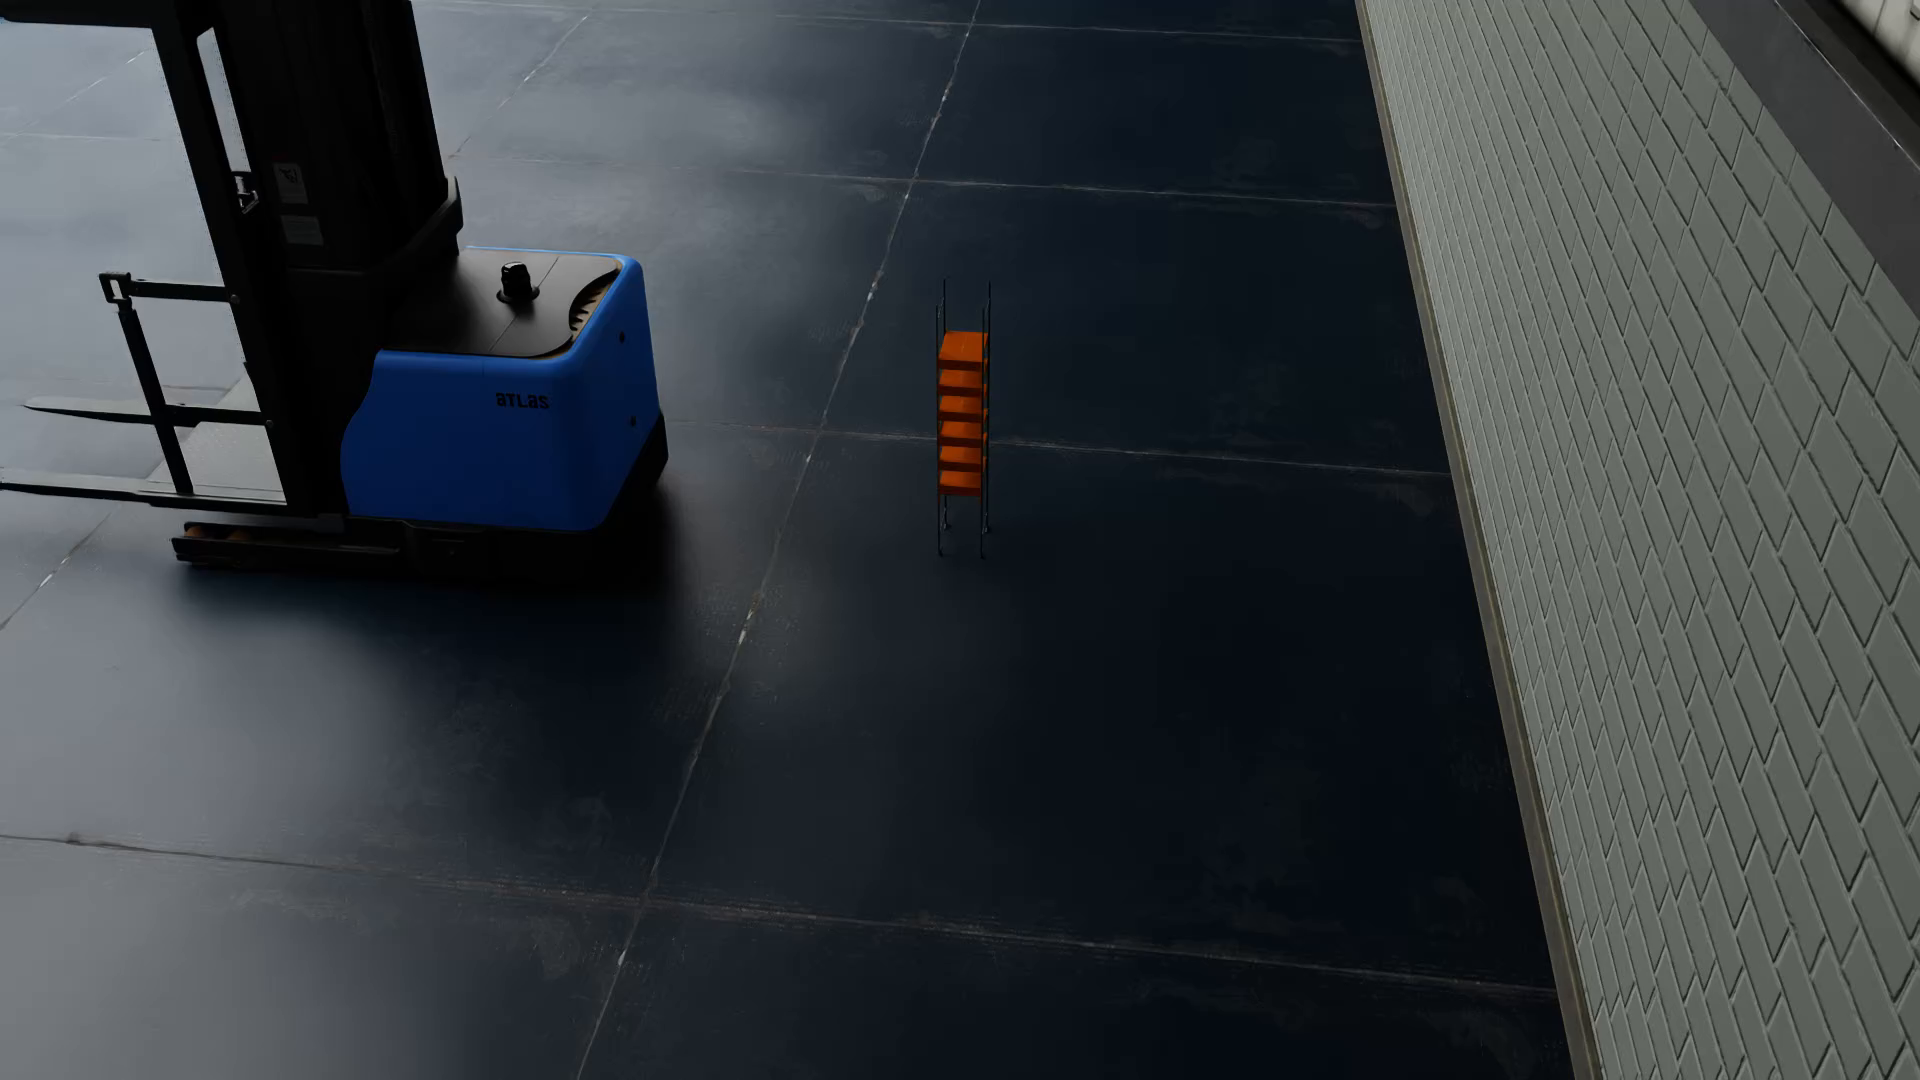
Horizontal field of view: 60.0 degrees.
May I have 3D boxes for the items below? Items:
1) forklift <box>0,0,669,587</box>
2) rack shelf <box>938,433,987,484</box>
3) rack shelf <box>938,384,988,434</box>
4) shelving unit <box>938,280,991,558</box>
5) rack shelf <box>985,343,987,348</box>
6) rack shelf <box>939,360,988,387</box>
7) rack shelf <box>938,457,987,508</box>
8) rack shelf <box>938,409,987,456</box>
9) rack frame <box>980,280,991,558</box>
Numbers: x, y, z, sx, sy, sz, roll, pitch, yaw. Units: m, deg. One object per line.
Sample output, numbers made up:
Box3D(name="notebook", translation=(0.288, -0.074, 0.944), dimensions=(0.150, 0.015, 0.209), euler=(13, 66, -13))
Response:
Box3D(name="forklift", translation=(-2.898, -1.315, 6.685), dimensions=(3.031, 2.797, 1.129), euler=(4, 36, 6))
Box3D(name="rack shelf", translation=(0.014, -0.353, 6.995), dimensions=(0.180, 0.103, 0.258), euler=(4, 36, 6))
Box3D(name="rack shelf", translation=(0.014, -0.549, 6.856), dimensions=(0.180, 0.103, 0.258), euler=(4, 36, 6))
Box3D(name="shelving unit", translation=(0.017, -0.487, 6.900), dimensions=(0.184, 1.200, 0.258), euler=(4, 36, 6))
Box3D(name="rack shelf", translation=(0.014, -0.760, 6.705), dimensions=(0.166, 0.020, 0.199), euler=(4, 36, 6))
Box3D(name="rack shelf", translation=(0.014, -0.669, 6.771), dimensions=(0.171, 0.034, 0.221), euler=(4, 36, 6))
Box3D(name="rack shelf", translation=(0.014, -0.256, 7.065), dimensions=(0.180, 0.103, 0.258), euler=(4, 36, 6))
Box3D(name="rack shelf", translation=(0.014, -0.451, 6.926), dimensions=(0.180, 0.103, 0.258), euler=(4, 36, 6))
Box3D(name="rack frame", translation=(0.105, -0.481, 6.890), dimensions=(0.006, 1.200, 0.240), euler=(4, 36, 6))
